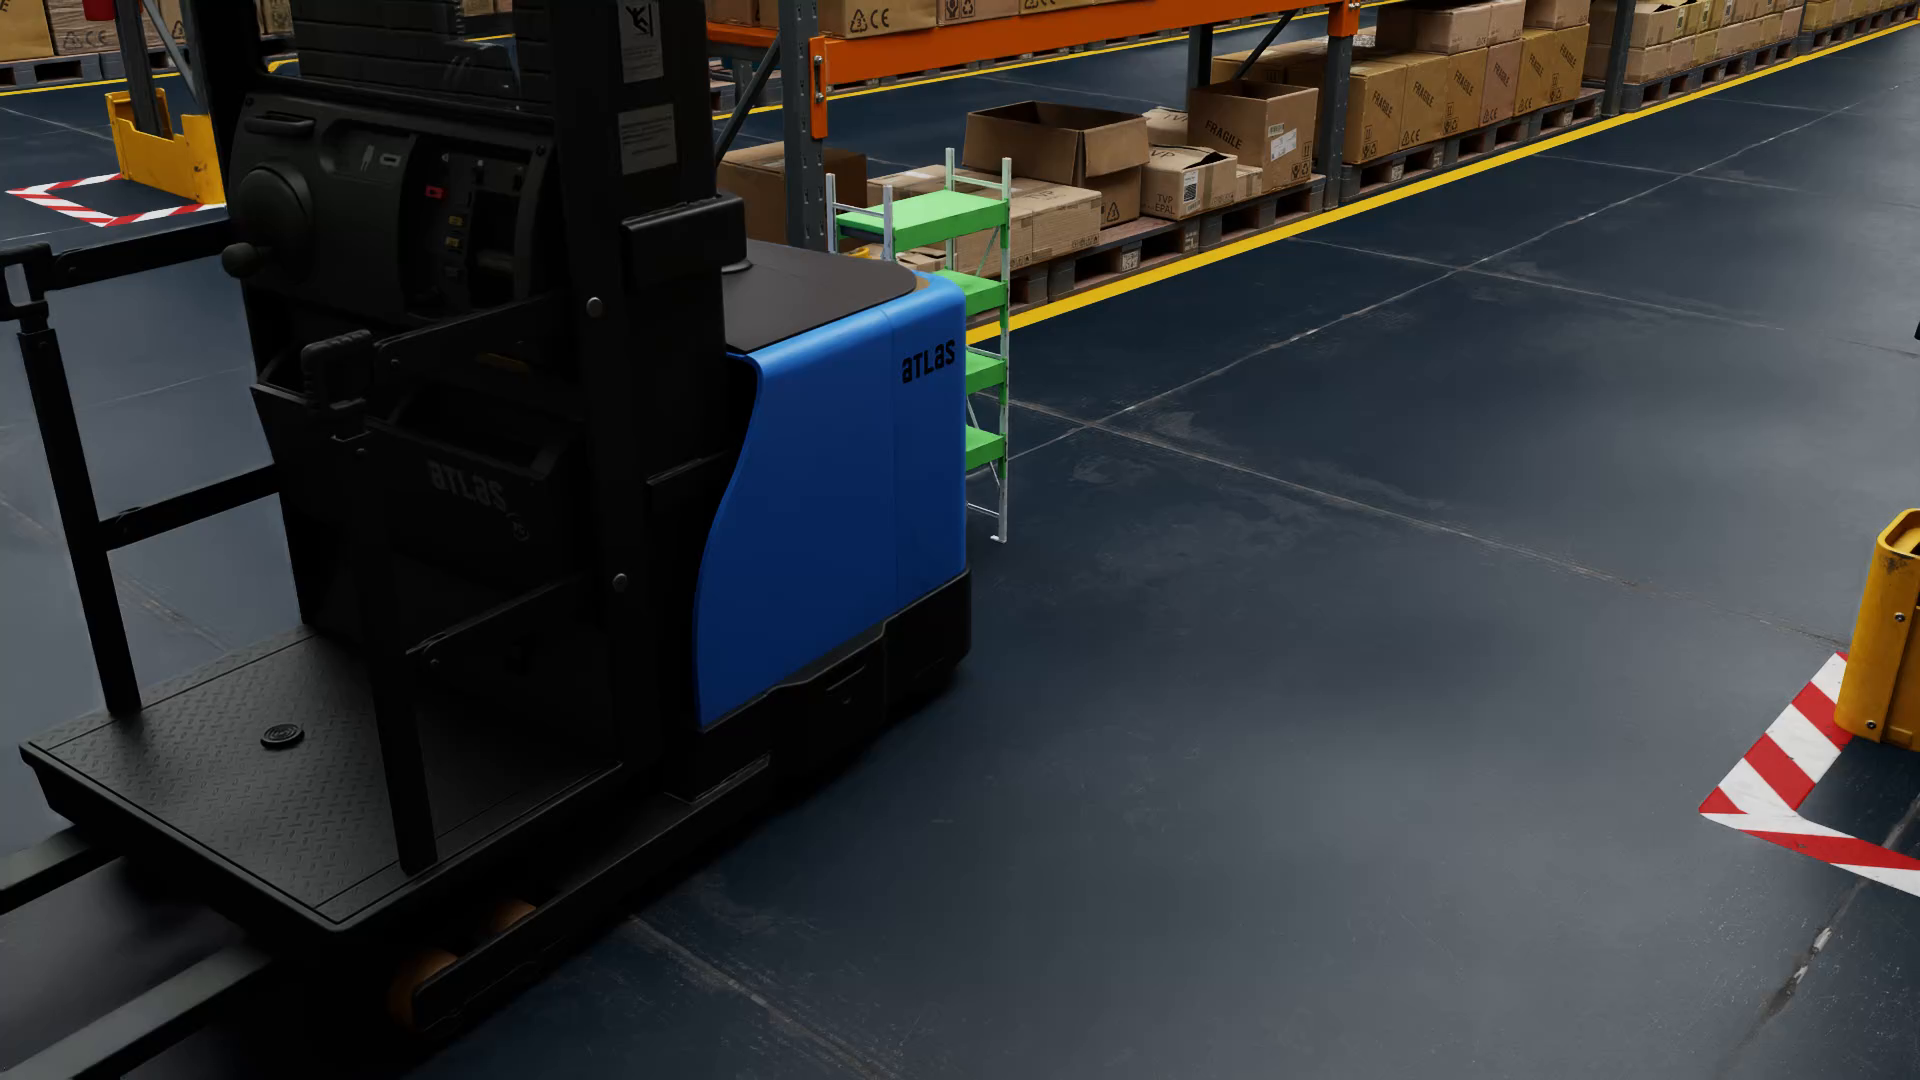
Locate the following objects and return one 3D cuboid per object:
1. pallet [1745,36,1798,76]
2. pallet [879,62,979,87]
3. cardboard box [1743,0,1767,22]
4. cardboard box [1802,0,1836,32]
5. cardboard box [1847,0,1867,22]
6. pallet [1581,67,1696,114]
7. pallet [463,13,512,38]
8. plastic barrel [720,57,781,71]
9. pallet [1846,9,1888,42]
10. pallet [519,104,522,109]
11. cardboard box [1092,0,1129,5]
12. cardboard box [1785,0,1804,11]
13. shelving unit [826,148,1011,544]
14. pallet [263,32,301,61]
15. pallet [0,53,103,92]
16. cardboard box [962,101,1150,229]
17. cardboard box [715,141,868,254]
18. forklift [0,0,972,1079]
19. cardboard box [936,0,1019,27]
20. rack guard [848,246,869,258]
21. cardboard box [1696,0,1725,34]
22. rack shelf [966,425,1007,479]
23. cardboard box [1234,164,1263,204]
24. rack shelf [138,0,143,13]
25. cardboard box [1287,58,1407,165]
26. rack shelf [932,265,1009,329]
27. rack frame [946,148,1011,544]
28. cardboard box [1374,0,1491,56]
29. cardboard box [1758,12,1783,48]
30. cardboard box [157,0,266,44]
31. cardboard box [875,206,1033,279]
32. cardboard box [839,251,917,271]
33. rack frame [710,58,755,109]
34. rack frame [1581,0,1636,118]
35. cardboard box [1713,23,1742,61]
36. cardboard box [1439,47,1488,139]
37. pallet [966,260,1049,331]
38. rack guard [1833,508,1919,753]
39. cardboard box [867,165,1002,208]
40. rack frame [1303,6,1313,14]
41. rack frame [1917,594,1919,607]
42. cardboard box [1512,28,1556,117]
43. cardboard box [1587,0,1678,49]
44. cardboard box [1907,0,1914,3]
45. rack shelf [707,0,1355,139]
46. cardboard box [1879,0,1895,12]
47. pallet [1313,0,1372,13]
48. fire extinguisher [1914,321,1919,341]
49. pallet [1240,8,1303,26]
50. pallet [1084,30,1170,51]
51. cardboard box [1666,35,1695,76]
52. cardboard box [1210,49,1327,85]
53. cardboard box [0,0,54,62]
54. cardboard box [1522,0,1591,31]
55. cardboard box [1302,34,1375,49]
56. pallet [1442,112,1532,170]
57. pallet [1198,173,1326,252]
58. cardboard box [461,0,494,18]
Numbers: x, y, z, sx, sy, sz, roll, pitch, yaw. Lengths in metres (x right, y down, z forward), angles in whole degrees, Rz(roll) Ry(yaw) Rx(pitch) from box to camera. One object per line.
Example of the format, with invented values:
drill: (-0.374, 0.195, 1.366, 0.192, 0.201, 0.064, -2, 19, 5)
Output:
pallet: (6.611, -4.299, 14.581, 1.003, 0.211, 1.213, 20, 31, 38)
pallet: (-0.592, -4.048, 14.020, 1.003, 0.211, 1.213, 20, 31, 38)
cardboard box: (6.339, -4.486, 13.752, 0.500, 0.311, 0.500, 20, 31, 37)
cardboard box: (7.609, -4.802, 15.142, 0.500, 0.250, 0.500, 20, 31, 38)
cardboard box: (8.284, -5.104, 15.815, 0.500, 0.250, 0.500, 20, 31, 38)
pallet: (4.982, -3.556, 12.923, 1.003, 0.211, 1.213, 20, 31, 38)
pallet: (-5.182, -5.059, 16.275, 1.003, 0.211, 1.213, 20, 31, 38)
plastic barrel: (-1.576, -4.118, 12.820, 0.600, 0.901, 0.708, 20, 31, 38)
pallet: (8.450, -5.139, 16.453, 1.003, 0.211, 1.213, 20, 31, 38)
pallet: (-3.228, -2.843, 11.332, 1.003, 0.211, 1.213, 20, 31, 38)
cardboard box: (0.569, -2.722, 7.533, 0.500, 0.500, 0.500, 21, 31, 38)
cardboard box: (7.017, -4.798, 14.447, 0.500, 0.311, 0.500, 20, 31, 38)
shelving unit: (-0.110, -0.497, 4.892, 0.258, 1.200, 0.503, 20, 31, 38)
pallet: (-6.206, -4.593, 15.236, 1.003, 0.211, 1.213, 20, 31, 38)
pallet: (-7.835, -3.849, 13.578, 1.003, 0.211, 1.213, 20, 31, 38)
cardboard box: (0.484, -1.857, 8.240, 0.797, 0.503, 0.637, 20, 31, 38)
cardboard box: (-0.756, -1.444, 7.322, 0.500, 0.500, 0.500, 20, 31, 38)
forklift: (-1.237, -0.619, 3.049, 1.130, 2.935, 3.031, 16, 29, 32)
cardboard box: (-0.102, -2.418, 6.855, 0.500, 0.500, 0.500, 20, 31, 37)
rack guard: (-0.885, -1.033, 6.944, 1.175, 0.500, 0.348, 20, 31, 38)
cardboard box: (5.659, -4.178, 13.063, 0.500, 0.311, 0.500, 19, 30, 36)
rack shelf: (-0.110, -0.220, 5.016, 0.258, 0.148, 0.480, 20, 31, 38)
cardboard box: (1.360, -1.888, 8.741, 0.380, 0.149, 0.250, 20, 31, 38)
rack shelf: (-3.287, -3.786, 10.906, 1.077, 0.370, 4.000, 20, 31, 38)
cardboard box: (2.239, -2.510, 9.700, 0.500, 0.500, 0.500, 18, 30, 35)
rack shelf: (-0.110, -0.658, 4.820, 0.258, 0.148, 0.480, 20, 31, 38)
rack frame: (0.052, -0.571, 5.058, 0.240, 1.200, 0.015, 20, 31, 38)
cardboard box: (2.906, -3.157, 10.226, 0.500, 0.250, 0.500, 20, 31, 38)
cardboard box: (6.674, -4.385, 14.210, 0.500, 0.250, 0.500, 20, 31, 37)
cardboard box: (-6.741, -4.844, 14.472, 0.875, 0.875, 0.875, 20, 31, 38)
cardboard box: (-0.028, -1.337, 7.390, 0.500, 0.250, 0.500, 20, 31, 38)
cardboard box: (-0.400, -1.084, 6.949, 0.380, 0.149, 0.250, 20, 31, 38)
rack frame: (-1.952, -4.723, 12.118, 1.000, 3.000, 0.127, 20, 31, 38)
rack frame: (4.404, -4.588, 11.817, 1.000, 3.000, 0.127, 20, 31, 38)
cardboard box: (5.992, -4.074, 13.518, 0.500, 0.250, 0.500, 21, 32, 39)
cardboard box: (2.925, -2.826, 10.405, 0.500, 0.500, 0.500, 21, 31, 38)
pallet: (-0.353, -1.145, 7.545, 1.003, 0.211, 1.213, 20, 31, 38)
rack guard: (2.740, 0.349, 3.861, 1.175, 0.500, 0.348, 20, 31, 38)
cardboard box: (-0.100, -1.611, 8.000, 0.500, 0.250, 0.500, 20, 31, 38)
rack frame: (3.387, -7.161, 17.554, 1.000, 3.000, 0.127, 20, 31, 38)
rack frame: (2.756, -0.799, 3.366, 1.000, 3.000, 0.127, 20, 31, 38)
cardboard box: (3.609, -3.142, 11.108, 0.500, 0.500, 0.500, 19, 30, 36)
cardboard box: (4.972, -3.860, 12.356, 0.500, 0.311, 0.500, 21, 32, 39)
cardboard box: (9.605, -5.718, 17.185, 0.500, 0.250, 0.500, 20, 31, 38)
rack shelf: (0.399, -2.432, 7.887, 1.077, 0.370, 4.000, 20, 31, 38)
cardboard box: (8.948, -5.410, 16.497, 0.500, 0.250, 0.500, 20, 31, 38)
pallet: (3.867, -6.081, 18.555, 1.003, 0.211, 1.213, 20, 31, 38)
fire extinguisher: (2.312, -0.674, 3.637, 0.296, 0.674, 0.183, 20, 31, 38)
pallet: (2.892, -5.638, 17.567, 1.003, 0.211, 1.213, 20, 31, 38)
pallet: (1.264, -4.895, 15.909, 1.003, 0.211, 1.213, 20, 31, 38)
cardboard box: (5.307, -3.758, 12.813, 0.500, 0.250, 0.500, 19, 30, 36)
cardboard box: (1.850, -2.658, 10.030, 0.500, 0.500, 0.500, 20, 31, 37)
cardboard box: (-7.942, -4.296, 13.248, 0.875, 0.875, 0.875, 20, 31, 38)
cardboard box: (3.920, -3.623, 11.265, 0.500, 0.250, 0.500, 22, 32, 39)
cardboard box: (2.521, -2.959, 10.701, 0.500, 0.500, 0.500, 21, 31, 38)
pallet: (3.063, -2.729, 11.078, 1.003, 0.211, 1.213, 20, 31, 38)
pallet: (1.275, -1.888, 9.203, 1.003, 0.211, 1.213, 20, 31, 38)
cardboard box: (-5.228, -5.498, 15.930, 1.225, 0.875, 0.875, 20, 31, 38)
